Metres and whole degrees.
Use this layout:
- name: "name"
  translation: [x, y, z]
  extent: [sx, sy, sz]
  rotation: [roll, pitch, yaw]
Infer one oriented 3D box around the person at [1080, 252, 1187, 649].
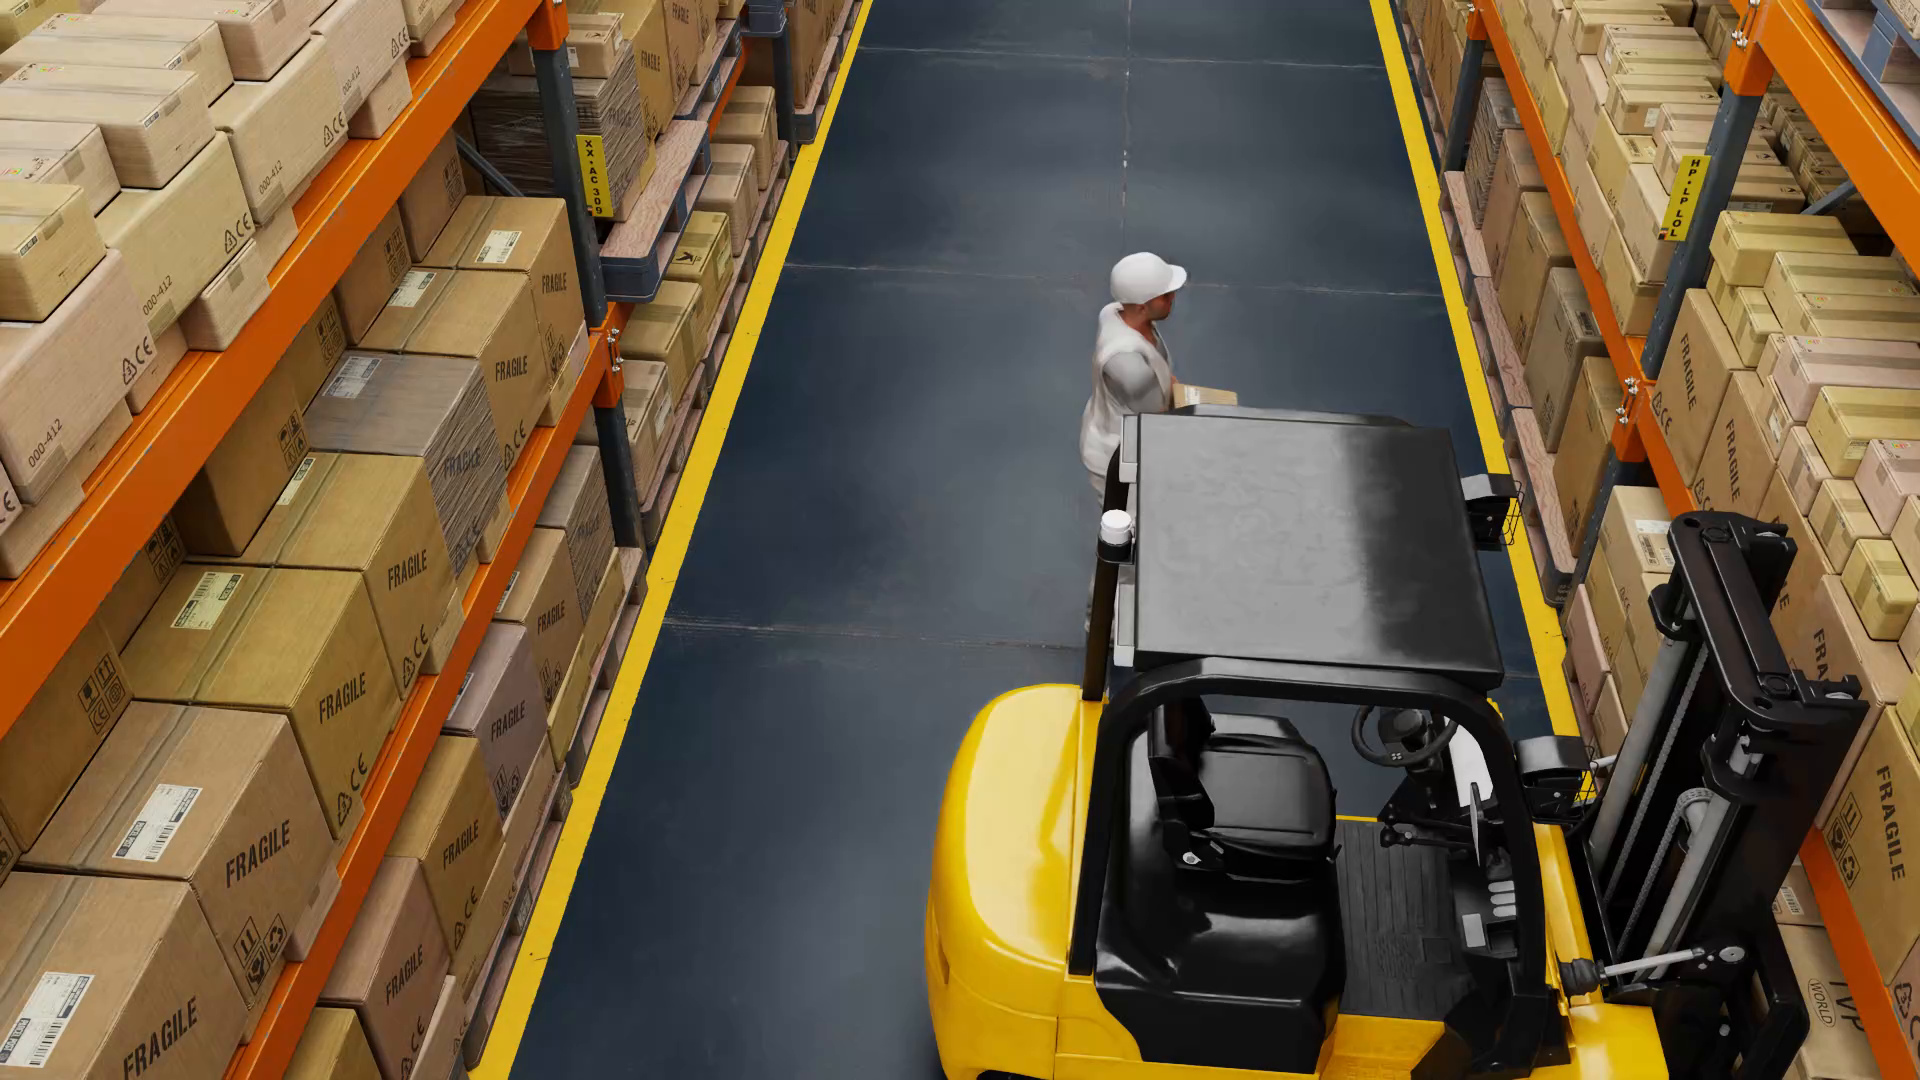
- name: "person"
  translation: [0.748, -0.335, 6.541]
  extent: [0.556, 1.786, 0.495]
  rotation: [3, 40, 3]
